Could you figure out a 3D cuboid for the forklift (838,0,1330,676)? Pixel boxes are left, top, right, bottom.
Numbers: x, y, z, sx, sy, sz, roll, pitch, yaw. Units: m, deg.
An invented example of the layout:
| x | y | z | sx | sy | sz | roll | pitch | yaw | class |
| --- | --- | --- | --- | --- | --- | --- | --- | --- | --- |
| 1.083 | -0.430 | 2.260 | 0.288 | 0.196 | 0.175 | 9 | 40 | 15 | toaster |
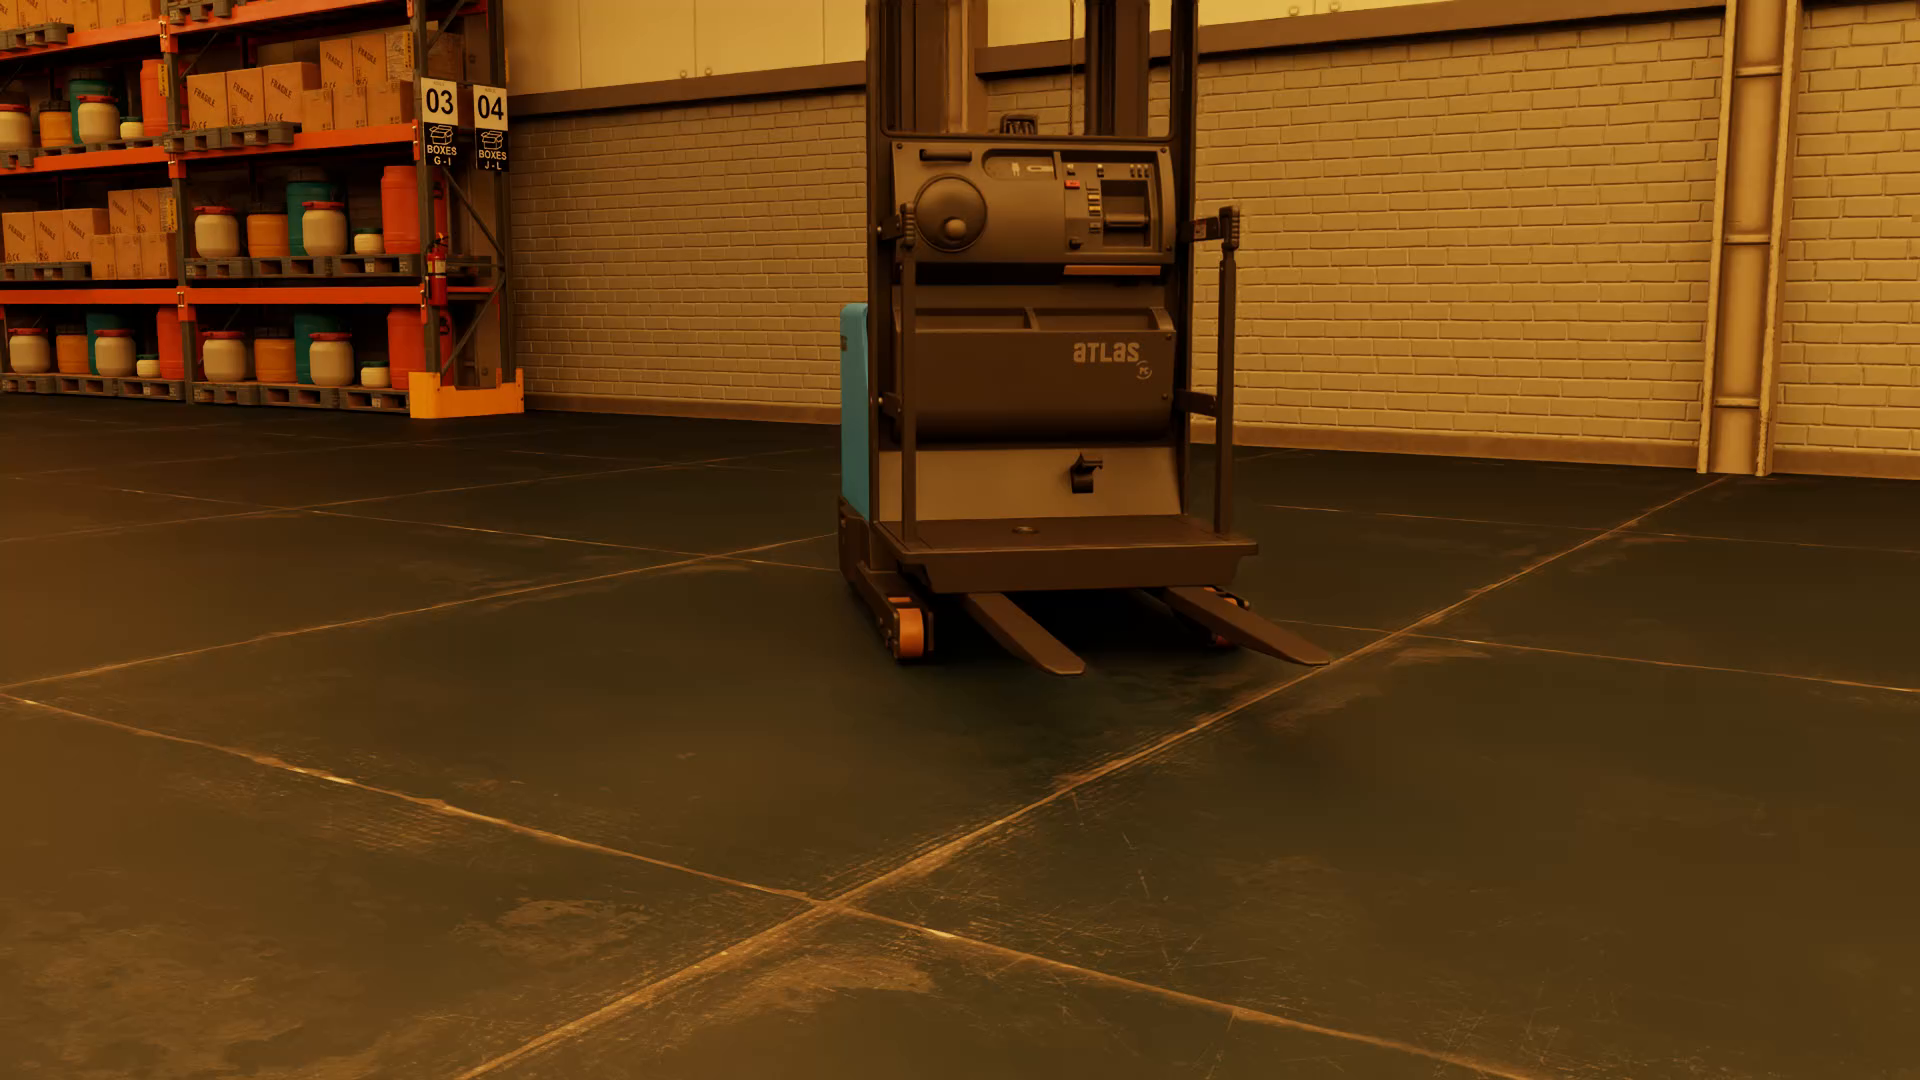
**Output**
| x | y | z | sx | sy | sz | roll | pitch | yaw | class |
| --- | --- | --- | --- | --- | --- | --- | --- | --- | --- |
| 0.283 | -1.140 | 5.206 | 1.130 | 2.935 | 3.031 | -1 | 8 | -10 | forklift |
